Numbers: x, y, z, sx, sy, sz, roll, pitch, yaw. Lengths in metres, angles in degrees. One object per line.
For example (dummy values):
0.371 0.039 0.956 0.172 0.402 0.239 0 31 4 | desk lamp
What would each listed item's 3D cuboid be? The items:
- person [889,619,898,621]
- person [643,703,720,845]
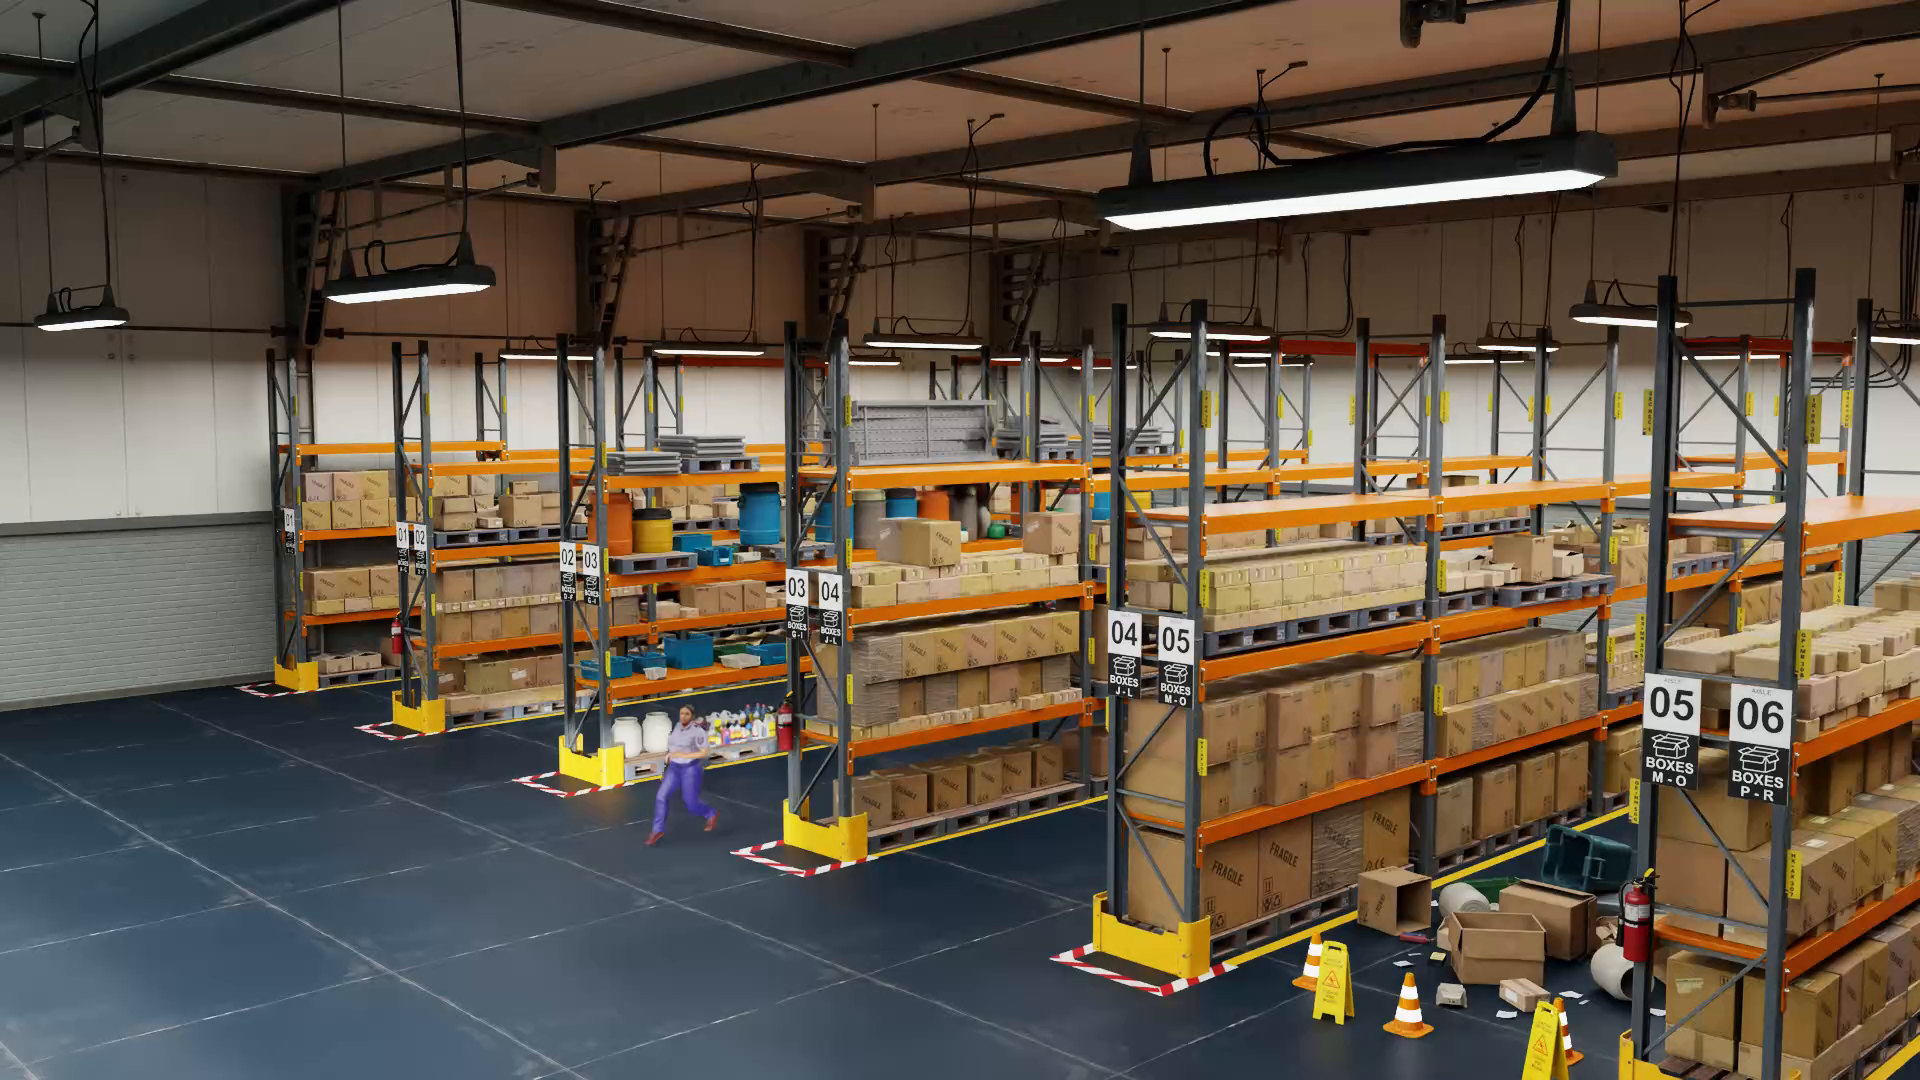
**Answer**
-0.983 1.680 29.756 0.657 1.776 0.950 3 6 34 | person
-3.177 2.714 19.329 0.640 1.620 0.895 3 6 35 | person
